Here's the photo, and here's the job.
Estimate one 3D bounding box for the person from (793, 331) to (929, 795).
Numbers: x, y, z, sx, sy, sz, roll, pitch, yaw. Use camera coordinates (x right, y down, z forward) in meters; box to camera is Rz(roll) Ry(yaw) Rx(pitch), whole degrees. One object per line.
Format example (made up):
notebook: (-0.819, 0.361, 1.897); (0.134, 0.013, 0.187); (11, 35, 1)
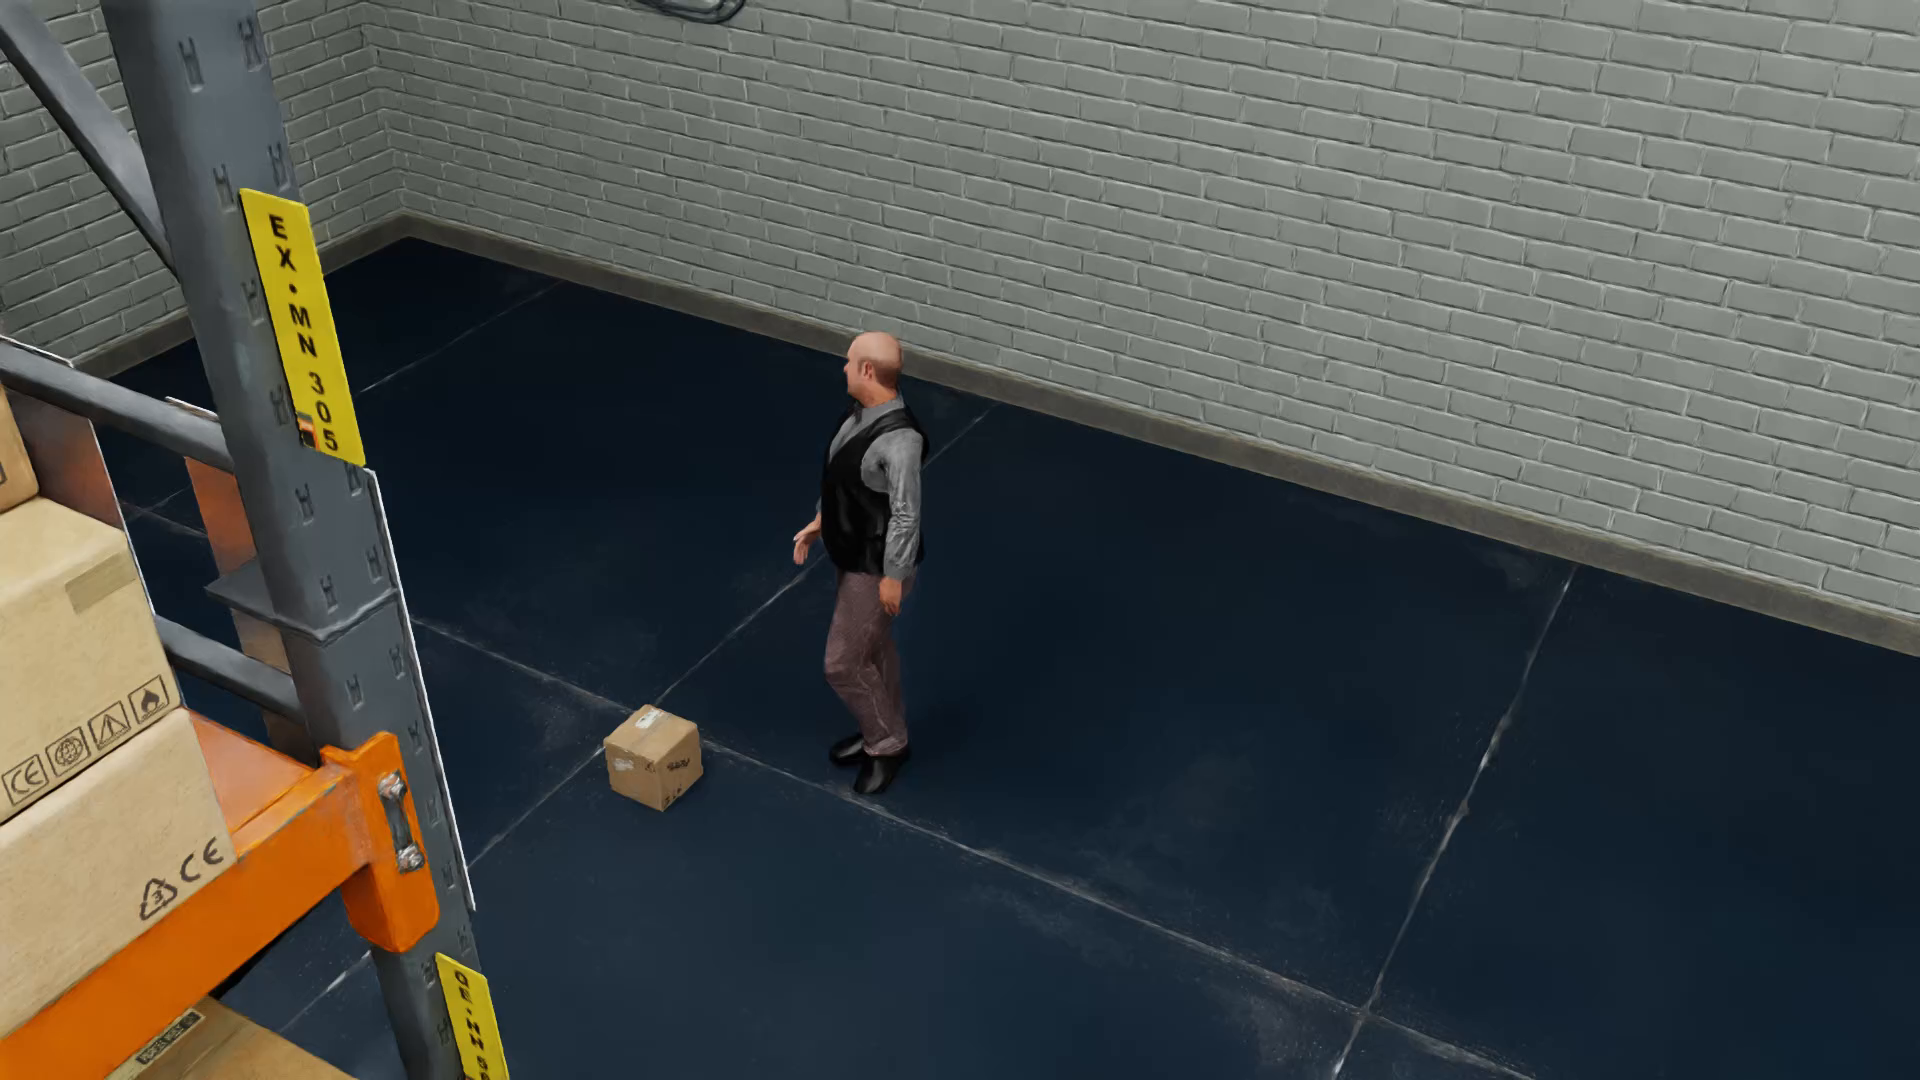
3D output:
person: (-0.355, 0.100, 6.067); (0.460, 1.761, 0.614); (-10, 35, -14)
